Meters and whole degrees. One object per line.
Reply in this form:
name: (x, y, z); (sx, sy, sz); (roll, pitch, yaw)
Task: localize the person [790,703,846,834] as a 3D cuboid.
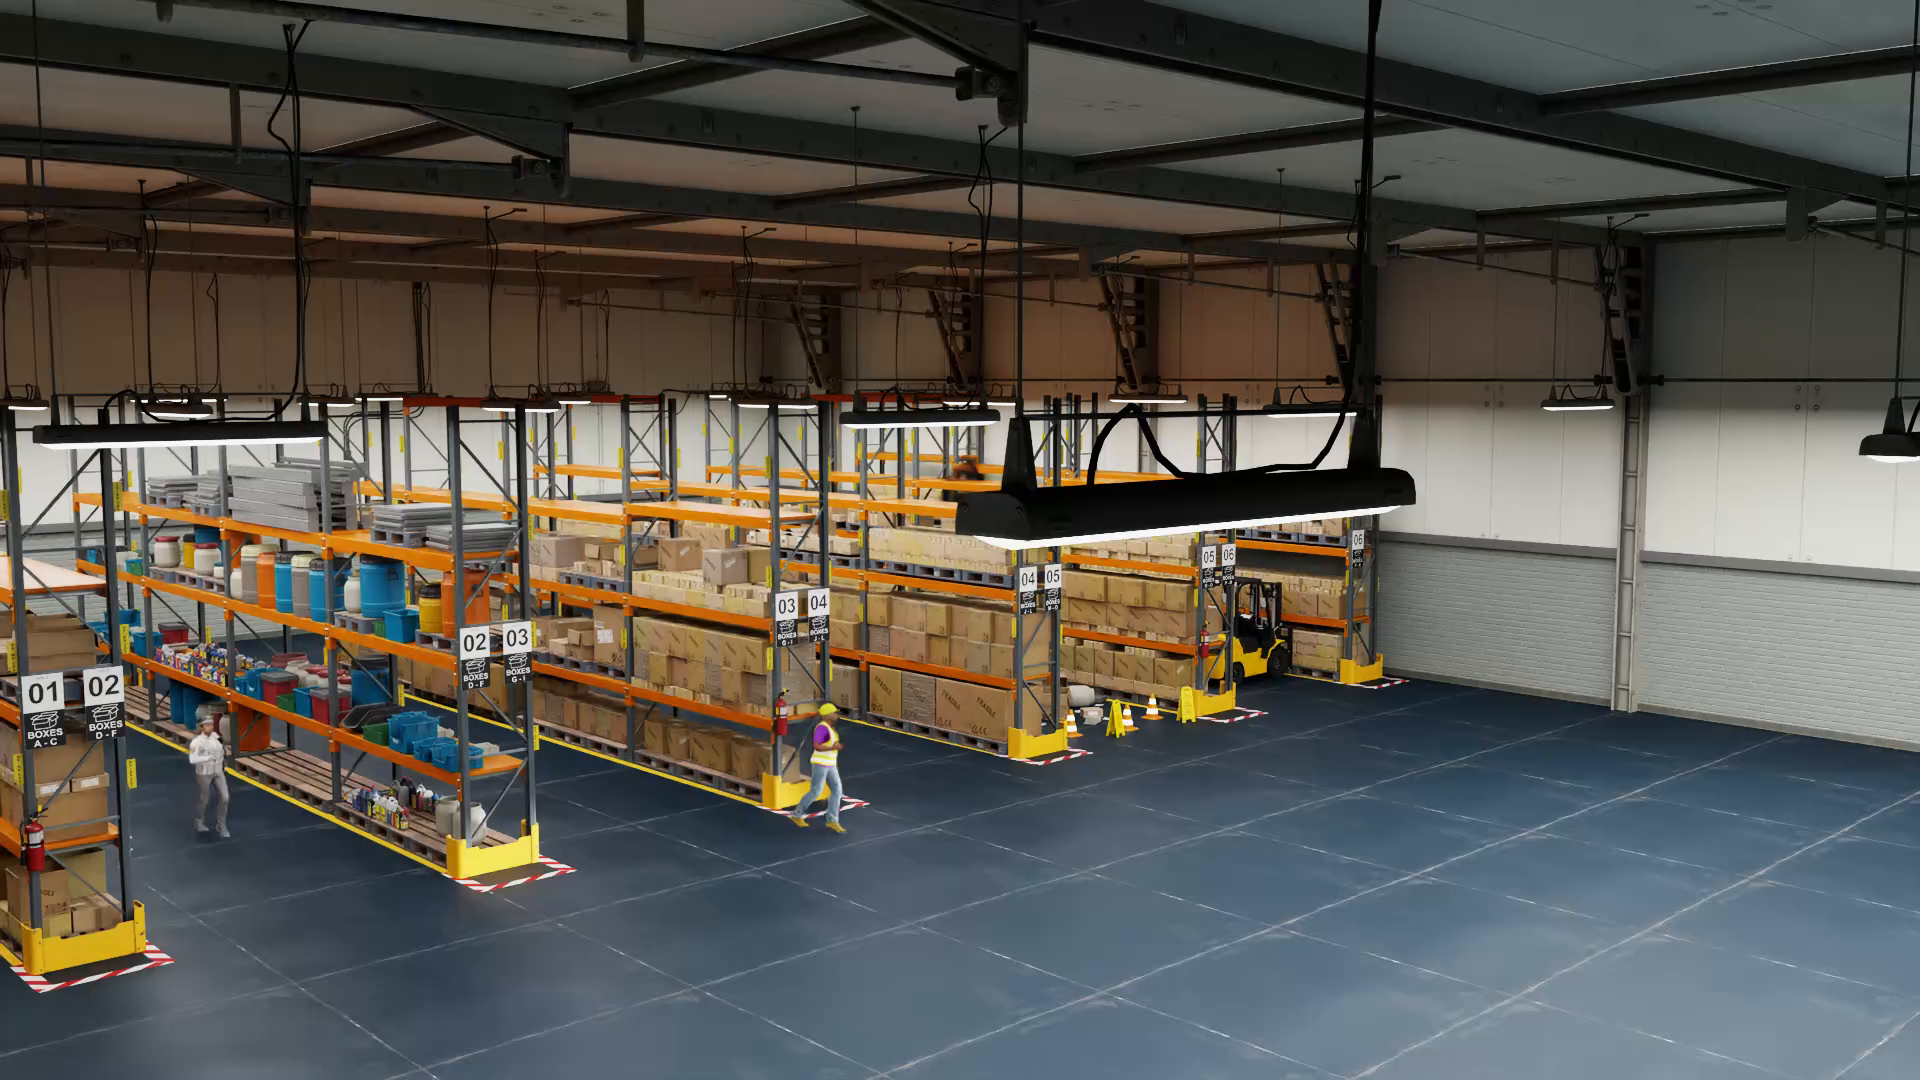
person: (-1.919, 3.196, 23.471); (0.817, 1.777, 0.703); (2, 6, 18)

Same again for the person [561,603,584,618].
person: (-9.819, 1.500, 41.272); (0.714, 1.775, 1.035); (5, 7, 41)

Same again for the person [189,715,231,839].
person: (-10.358, 3.267, 22.984); (0.688, 1.745, 0.594); (4, 7, 38)
